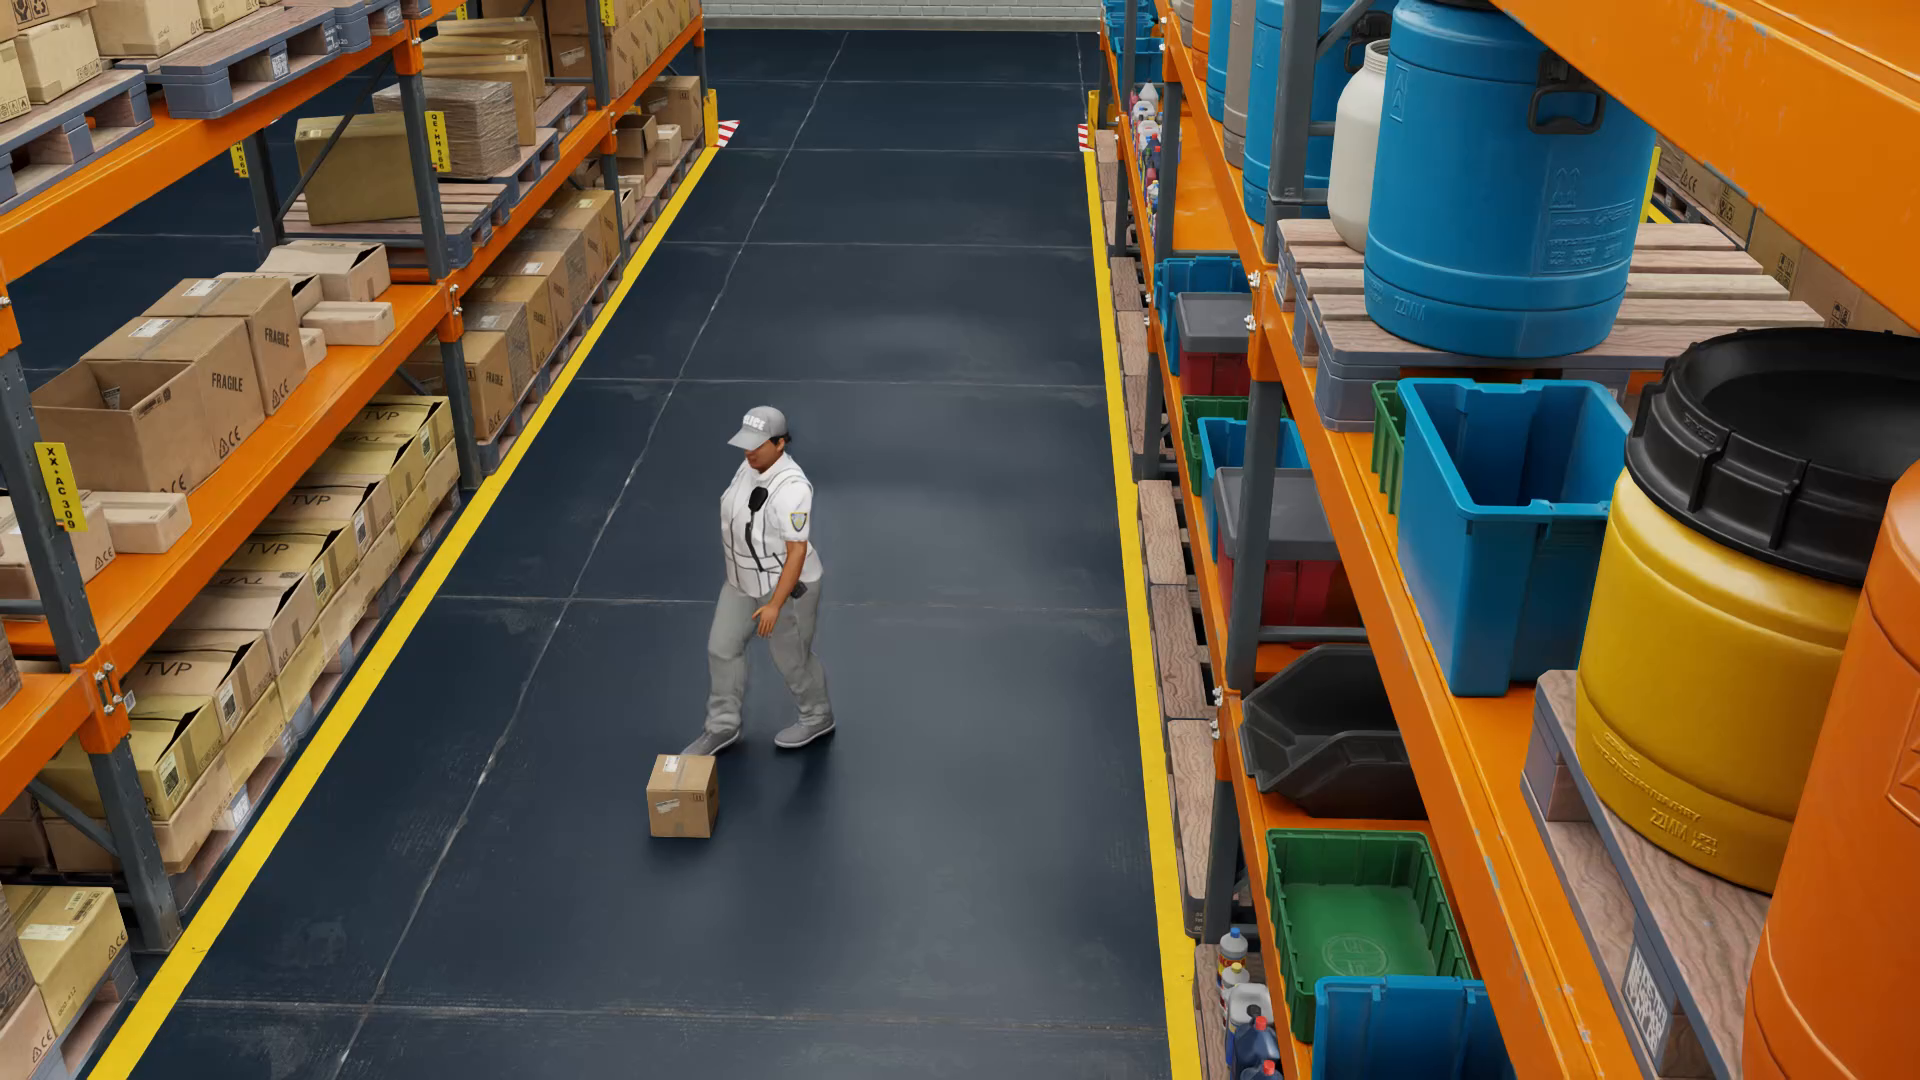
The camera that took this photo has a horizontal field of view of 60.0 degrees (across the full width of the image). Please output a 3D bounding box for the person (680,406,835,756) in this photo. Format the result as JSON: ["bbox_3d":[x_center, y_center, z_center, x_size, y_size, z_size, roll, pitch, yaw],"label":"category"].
[{"bbox_3d":[-0.902,0.230,7.204,0.696,1.678,0.529,-21,34,-33],"label":"person"}]
